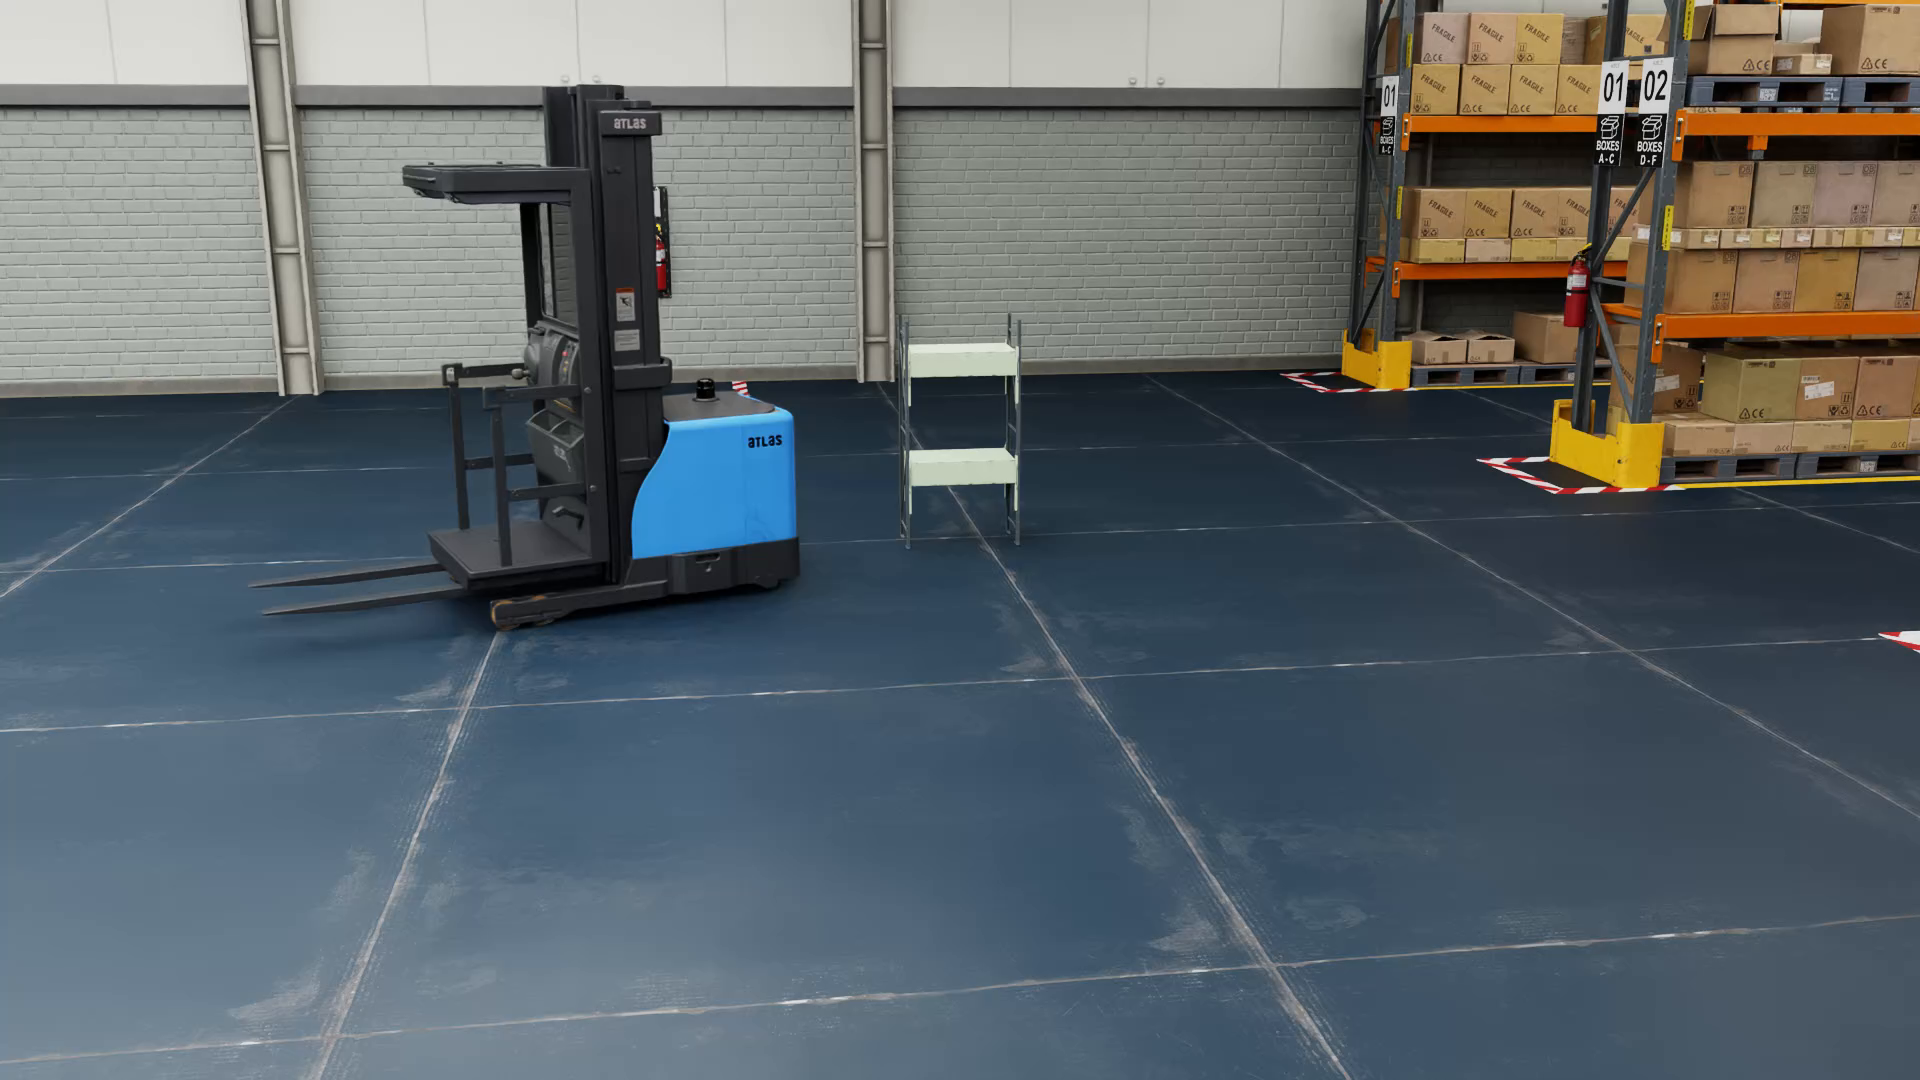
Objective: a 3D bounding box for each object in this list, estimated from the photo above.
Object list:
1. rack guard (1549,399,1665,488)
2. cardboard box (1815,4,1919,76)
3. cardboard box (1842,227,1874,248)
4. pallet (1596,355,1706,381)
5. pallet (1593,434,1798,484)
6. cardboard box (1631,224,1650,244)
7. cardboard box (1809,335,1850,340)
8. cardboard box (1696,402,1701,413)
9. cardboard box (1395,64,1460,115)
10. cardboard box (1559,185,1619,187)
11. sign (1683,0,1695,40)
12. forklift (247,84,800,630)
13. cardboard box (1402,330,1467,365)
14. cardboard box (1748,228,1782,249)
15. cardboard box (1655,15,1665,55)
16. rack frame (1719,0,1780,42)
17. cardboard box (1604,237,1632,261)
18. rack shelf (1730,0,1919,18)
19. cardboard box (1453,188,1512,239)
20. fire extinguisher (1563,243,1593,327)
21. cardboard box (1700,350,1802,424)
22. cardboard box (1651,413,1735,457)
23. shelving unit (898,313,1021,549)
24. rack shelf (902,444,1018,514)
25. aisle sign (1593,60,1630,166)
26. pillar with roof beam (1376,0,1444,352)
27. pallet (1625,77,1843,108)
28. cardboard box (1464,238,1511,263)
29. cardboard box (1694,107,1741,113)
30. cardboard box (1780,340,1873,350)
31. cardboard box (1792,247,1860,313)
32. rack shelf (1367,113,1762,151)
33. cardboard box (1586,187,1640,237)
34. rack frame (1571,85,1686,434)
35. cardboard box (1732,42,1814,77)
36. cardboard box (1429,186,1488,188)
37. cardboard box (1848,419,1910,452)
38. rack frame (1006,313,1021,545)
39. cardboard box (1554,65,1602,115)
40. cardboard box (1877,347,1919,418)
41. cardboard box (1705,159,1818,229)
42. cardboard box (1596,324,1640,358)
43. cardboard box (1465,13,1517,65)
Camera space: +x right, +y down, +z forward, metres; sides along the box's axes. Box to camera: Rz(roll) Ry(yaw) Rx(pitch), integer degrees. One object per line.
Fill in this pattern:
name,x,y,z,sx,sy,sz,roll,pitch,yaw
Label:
rack guard,5.166,-0.785,13.323,0.348,0.500,1.175,-2,14,-8
cardboard box,6.872,-3.767,12.555,0.500,0.500,0.500,-2,14,-8
cardboard box,6.883,-2.371,12.969,0.250,0.149,0.380,-2,14,-9
pallet,7.744,-1.949,18.559,1.213,0.211,1.003,-2,14,-8
pallet,5.939,-0.683,13.512,1.213,0.211,1.003,-2,14,-8
cardboard box,5.539,-2.421,13.169,0.250,0.149,0.380,-2,14,-9
cardboard box,9.632,-2.397,18.847,0.500,0.500,0.700,-2,14,-9
cardboard box,6.168,-0.979,13.750,0.500,0.250,0.500,-2,14,-8
cardboard box,4.816,-4.655,17.202,0.500,0.500,0.500,-2,14,-7
cardboard box,6.902,-3.634,18.270,0.500,0.500,0.500,-2,14,-7
sign,5.266,-3.782,12.008,0.005,0.325,0.100,-2,14,-8
forklift,-2.512,-1.067,9.449,3.031,2.935,1.130,-8,16,-28
cardboard box,5.145,-2.102,18.060,0.500,0.311,0.500,-4,15,-15
cardboard box,6.117,-2.342,12.857,0.250,0.149,0.380,-2,14,-8
cardboard box,7.405,-5.227,17.428,0.500,0.500,0.500,-1,14,-5
rack frame,8.403,-6.244,17.621,0.127,3.000,1.000,-2,14,-8
cardboard box,6.991,-3.143,17.856,0.500,0.250,0.500,-2,14,-9
rack shelf,10.381,-5.774,18.046,4.000,0.370,1.077,-2,14,-8
cardboard box,5.455,-3.451,17.540,0.500,0.500,0.500,-2,14,-8
fire extinguisher,5.003,-2.068,13.460,0.183,0.674,0.296,-2,14,-8
cardboard box,6.247,-1.216,13.153,0.500,0.500,0.500,-2,14,-8
cardboard box,5.753,-0.834,13.170,0.500,0.250,0.500,-2,14,-8
shelving unit,-0.007,-0.727,11.038,0.755,1.500,0.431,-2,14,-8
rack shelf,-0.007,-0.411,11.118,0.720,0.370,0.431,-2,14,-8
aisle sign,5.081,-3.327,12.978,0.004,0.787,0.394,-2,14,-8
pillar with roof beam,5.652,-5.297,13.845,0.400,9.000,9.100,-2,14,-8
pallet,5.892,-3.429,12.745,1.213,0.211,1.003,-2,14,-8
cardboard box,5.489,-3.090,17.643,0.500,0.250,0.500,-3,14,-10
cardboard box,7.938,-4.770,17.661,0.500,0.500,0.500,-2,14,-7
cardboard box,7.157,-1.380,13.807,0.500,0.500,0.500,-2,14,-8
cardboard box,6.663,-2.097,13.212,0.500,0.500,0.700,-2,14,-8
rack shelf,6.425,-4.368,17.785,4.000,0.370,1.077,-2,14,-8
cardboard box,6.989,-3.508,17.771,0.500,0.500,0.500,-3,14,-10
rack frame,5.189,-1.998,13.022,0.127,3.000,1.000,-2,14,-8
cardboard box,6.289,-3.757,13.027,0.500,0.250,0.500,-2,14,-8
cardboard box,5.381,-3.574,18.033,0.500,0.500,0.500,-2,14,-8
cardboard box,7.236,-0.888,13.385,0.500,0.250,0.500,-2,14,-8
rack frame,0.355,-0.740,11.091,0.023,1.500,0.400,-2,14,-8
cardboard box,6.392,-4.710,17.422,0.500,0.500,0.500,-1,14,-5
cardboard box,7.729,-1.273,13.379,0.500,0.500,0.500,-2,14,-8
cardboard box,6.225,-2.712,12.996,0.500,0.500,0.700,-2,14,-10
cardboard box,7.383,-2.288,18.413,0.500,0.500,0.500,-3,14,-13
cardboard box,5.368,-5.149,17.119,0.500,0.500,0.500,-2,14,-9
